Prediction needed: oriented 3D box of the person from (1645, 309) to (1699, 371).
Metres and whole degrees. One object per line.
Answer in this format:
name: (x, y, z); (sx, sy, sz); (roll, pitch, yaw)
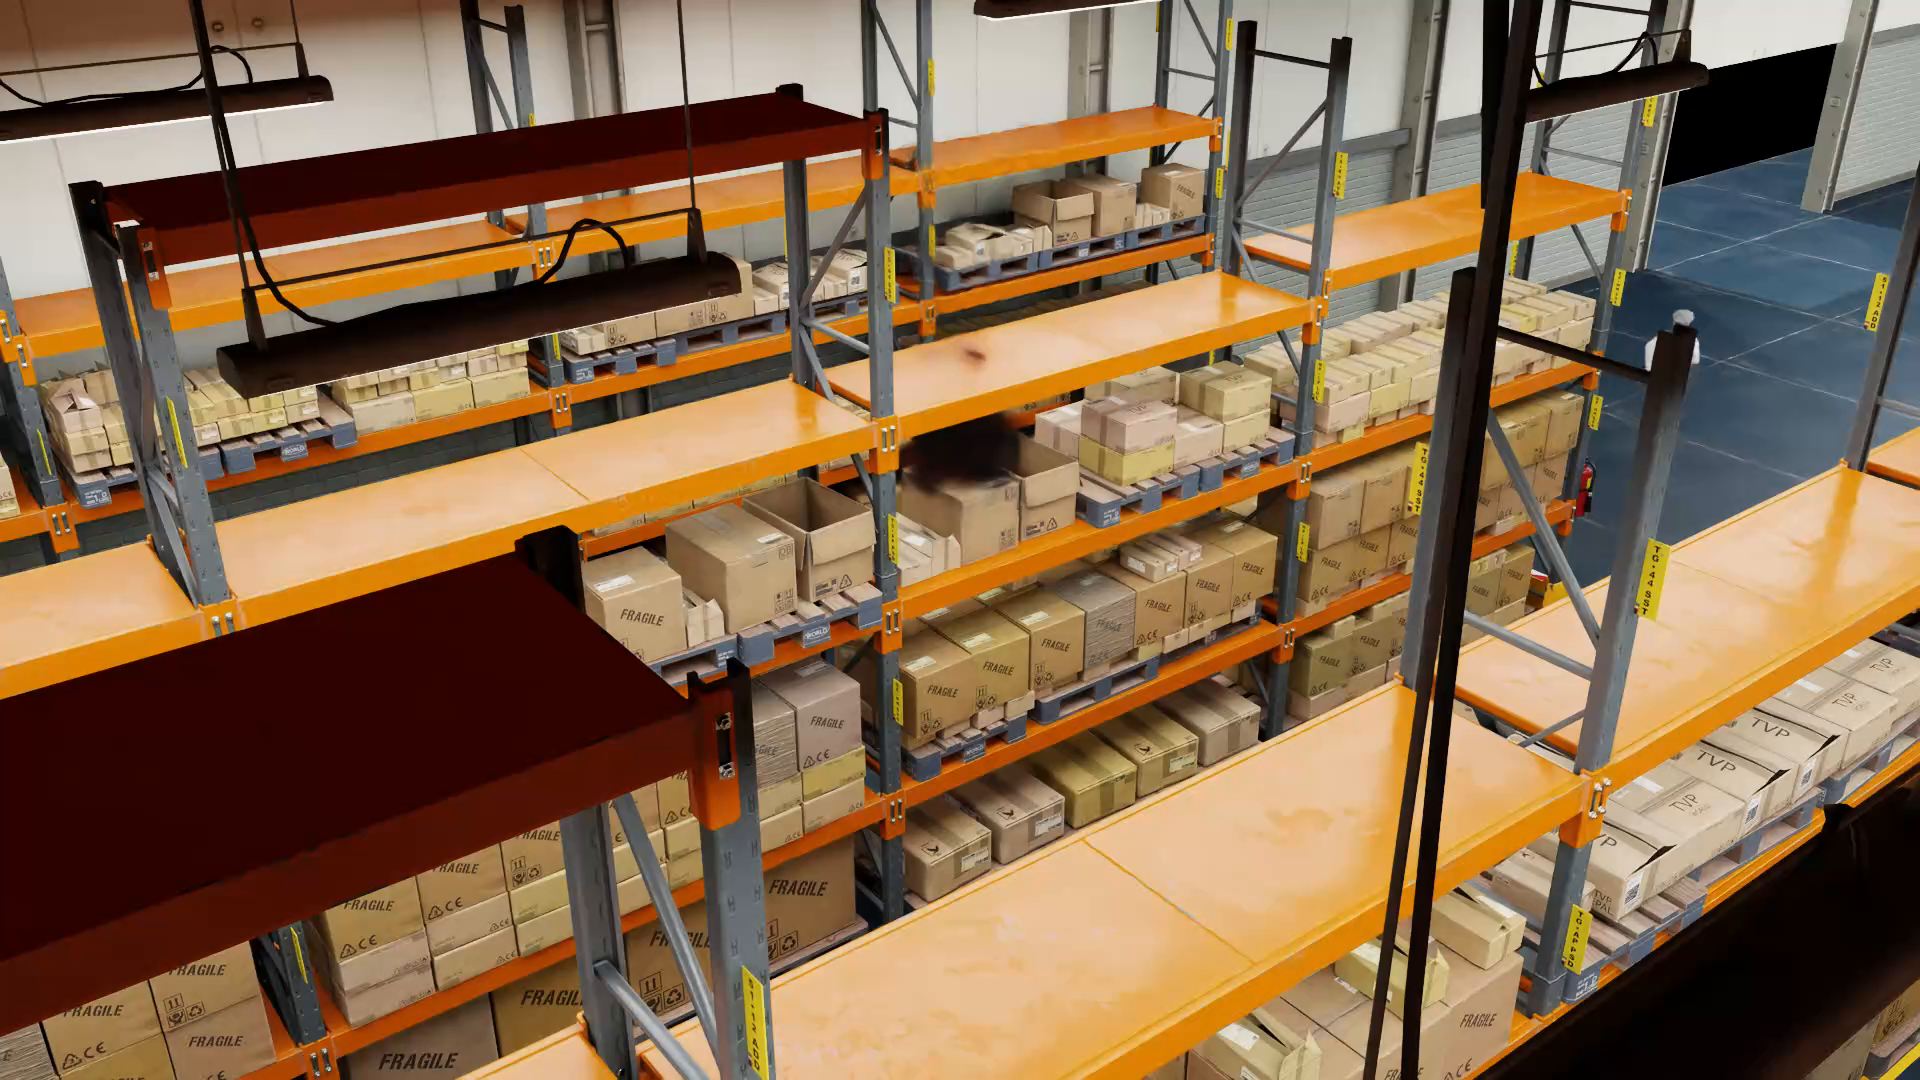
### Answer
person: (8.697, -2.011, 20.413); (0.597, 1.624, 0.660); (16, 30, 29)
